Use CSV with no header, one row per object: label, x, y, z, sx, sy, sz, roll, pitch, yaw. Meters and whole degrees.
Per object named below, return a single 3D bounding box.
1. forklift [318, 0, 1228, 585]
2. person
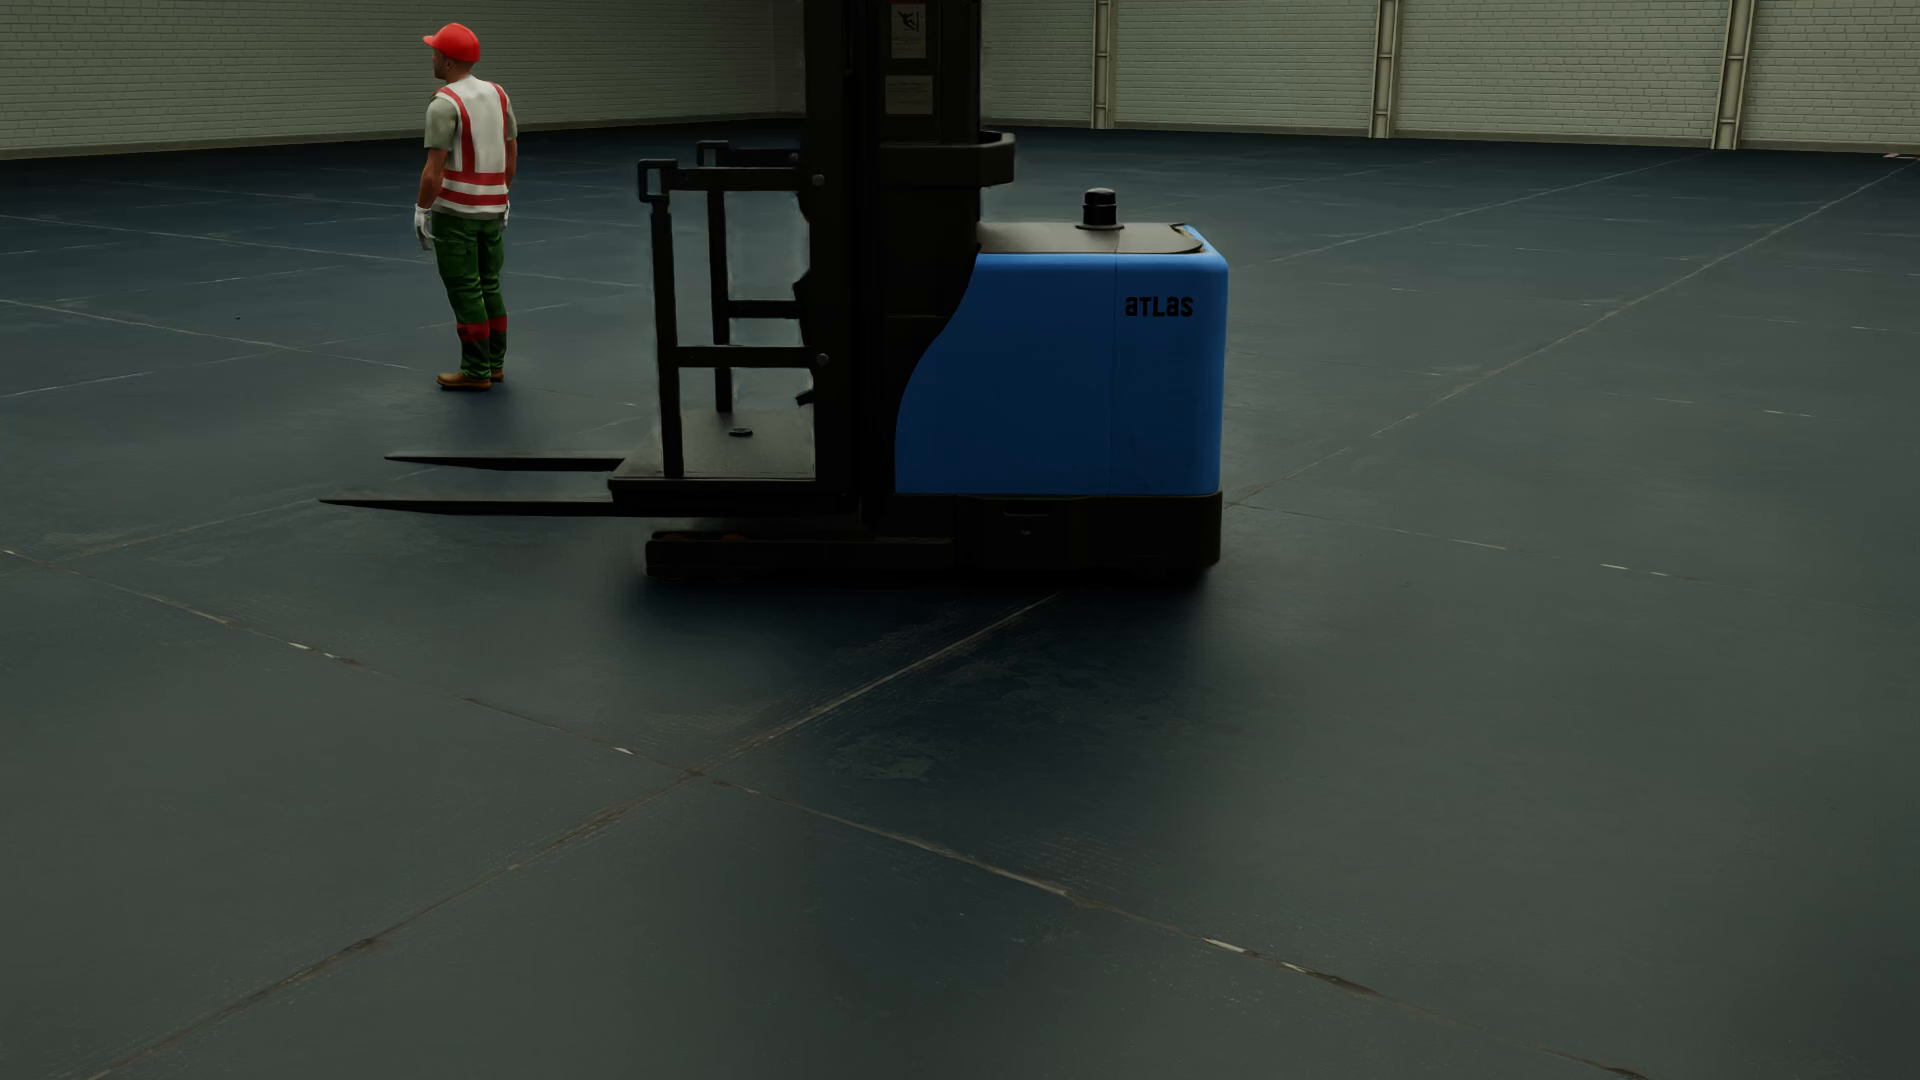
forklift,-0.647,-1.407,5.537,3.031,2.935,1.130,1,17,2
person,-2.521,-1.649,8.316,0.563,1.788,0.638,8,19,26
